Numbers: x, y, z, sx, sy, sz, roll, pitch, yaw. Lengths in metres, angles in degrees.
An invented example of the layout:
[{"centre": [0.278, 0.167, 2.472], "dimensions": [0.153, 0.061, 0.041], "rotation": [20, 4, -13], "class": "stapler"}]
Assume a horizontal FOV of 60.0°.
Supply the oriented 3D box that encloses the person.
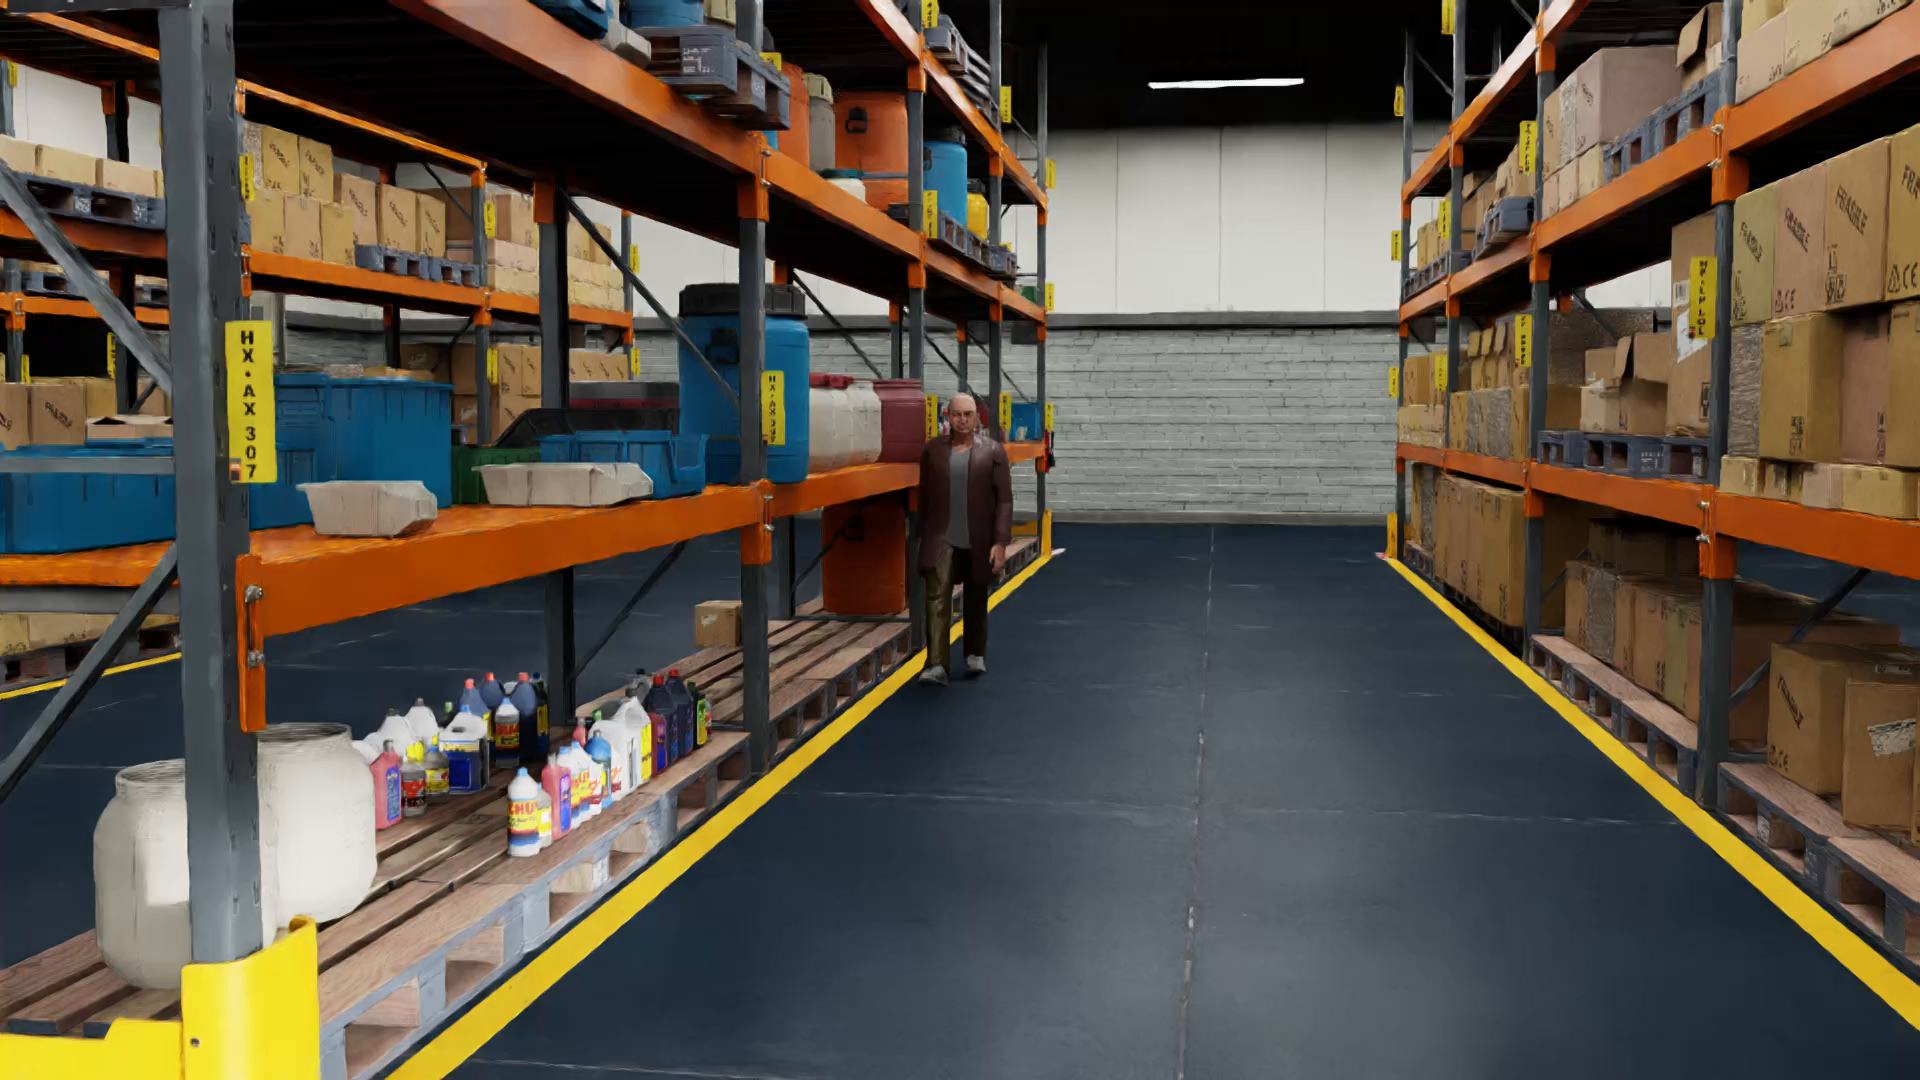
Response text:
[{"centre": [0.013, -0.014, 9.804], "dimensions": [0.595, 1.701, 1.152], "rotation": [0, 4, 4], "class": "person"}]
